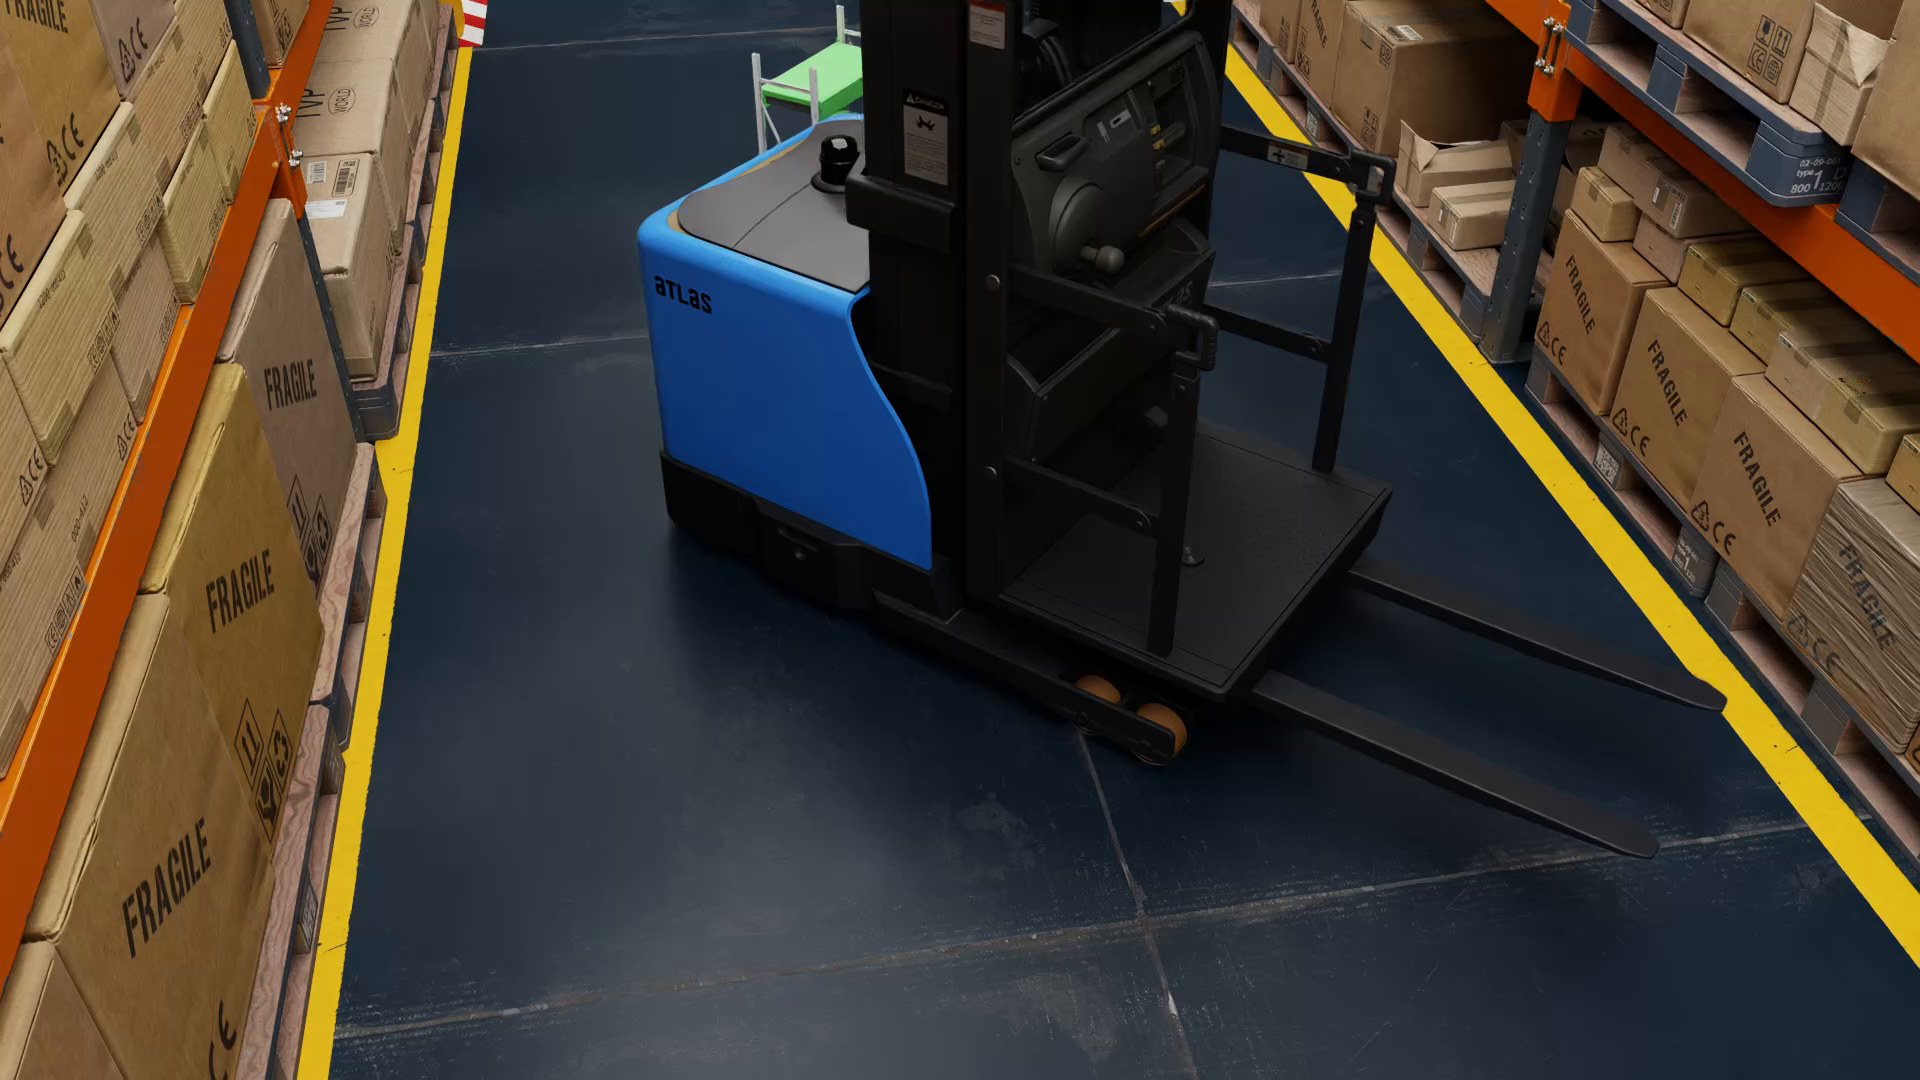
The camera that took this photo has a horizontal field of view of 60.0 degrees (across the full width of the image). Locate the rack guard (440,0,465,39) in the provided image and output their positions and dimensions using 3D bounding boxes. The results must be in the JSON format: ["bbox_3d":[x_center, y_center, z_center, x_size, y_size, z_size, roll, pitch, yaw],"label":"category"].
[{"bbox_3d":[-3.171,-2.815,8.465,1.175,0.500,0.348,-6,38,-8],"label":"rack guard"}]

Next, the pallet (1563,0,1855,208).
[{"bbox_3d":[2.453,-1.337,4.683,1.003,0.211,1.213,-6,38,-8],"label":"pallet"}]

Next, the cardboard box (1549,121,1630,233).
[{"bbox_3d":[2.537,-1.436,6.503,0.500,0.311,0.500,-5,38,-6],"label":"cardboard box"}]

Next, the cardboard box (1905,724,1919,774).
[{"bbox_3d":[2.664,0.478,3.884,0.500,0.500,0.500,-5,38,-6],"label":"cardboard box"}]

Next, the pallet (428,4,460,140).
[{"bbox_3d":[-2.950,-2.211,7.925,1.003,0.211,1.213,-6,38,-8],"label":"pallet"}]

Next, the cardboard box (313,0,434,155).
[{"bbox_3d":[-2.784,-2.001,7.127,0.875,0.438,0.875,-5,38,-7],"label":"cardboard box"}]

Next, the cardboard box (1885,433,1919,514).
[{"bbox_3d":[2.588,-0.155,4.171,0.380,0.149,0.250,-6,38,-8],"label":"cardboard box"}]

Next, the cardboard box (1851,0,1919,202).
[{"bbox_3d":[2.513,-1.010,3.681,0.700,0.500,0.500,-6,38,-8],"label":"cardboard box"}]

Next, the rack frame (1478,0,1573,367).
[{"bbox_3d":[2.420,-1.907,5.260,1.000,3.000,0.127,-6,38,-8],"label":"rack frame"}]

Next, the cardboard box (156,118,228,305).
[{"bbox_3d":[-2.051,-0.760,3.906,0.500,0.250,0.500,-7,38,-9],"label":"cardboard box"}]

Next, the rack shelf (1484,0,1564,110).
[{"bbox_3d":[2.070,-2.831,7.036,1.077,0.370,4.000,-6,38,-8],"label":"rack shelf"}]

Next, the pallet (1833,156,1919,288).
[{"bbox_3d":[2.776,-0.590,3.720,1.003,0.211,1.213,-6,38,-8],"label":"pallet"}]

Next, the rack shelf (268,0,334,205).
[{"bbox_3d":[-2.816,-2.295,6.346,1.077,0.370,4.000,-6,38,-8],"label":"rack shelf"}]

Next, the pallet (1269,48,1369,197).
[{"bbox_3d":[2.084,-1.959,7.600,1.003,0.211,1.213,-6,38,-8],"label":"pallet"}]

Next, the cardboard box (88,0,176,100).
[{"bbox_3d":[-2.042,-1.251,3.519,0.500,0.500,0.500,-6,38,-7],"label":"cardboard box"}]

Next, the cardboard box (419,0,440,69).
[{"bbox_3d":[-2.953,-2.553,7.838,0.875,0.438,0.875,-7,38,-9],"label":"cardboard box"}]

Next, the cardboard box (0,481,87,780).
[{"bbox_3d":[-1.796,0.156,2.727,0.500,0.250,0.500,-5,38,-6],"label":"cardboard box"}]

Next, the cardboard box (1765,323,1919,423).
[{"bbox_3d":[2.471,-0.465,4.570,0.380,0.149,0.250,-6,38,-8],"label":"cardboard box"}]

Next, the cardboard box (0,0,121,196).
[{"bbox_3d":[-1.973,-0.943,3.122,0.500,0.500,0.500,-5,38,-7],"label":"cardboard box"}]

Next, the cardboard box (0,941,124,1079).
[{"bbox_3d":[-1.804,1.292,2.532,0.875,0.875,0.875,-7,38,-8],"label":"cardboard box"}]

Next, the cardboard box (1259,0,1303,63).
[{"bbox_3d":[1.845,-2.602,7.849,0.700,0.500,0.500,-5,38,-6],"label":"cardboard box"}]

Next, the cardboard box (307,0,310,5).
[{"bbox_3d":[-2.374,-2.027,5.332,0.500,0.500,0.500,-6,38,-8],"label":"cardboard box"}]

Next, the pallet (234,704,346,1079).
[{"bbox_3d":[-2.039,0.926,3.886,1.003,0.211,1.213,-6,38,-8],"label":"pallet"}]

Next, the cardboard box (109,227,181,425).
[{"bbox_3d":[-1.981,-0.454,3.511,0.500,0.250,0.500,-7,38,-9],"label":"cardboard box"}]

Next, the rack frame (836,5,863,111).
[{"bbox_3d":[-0.310,-1.294,5.937,0.240,1.200,0.015,19,42,23],"label":"rack frame"}]

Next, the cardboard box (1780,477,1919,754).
[{"bbox_3d":[2.555,0.167,4.286,0.500,0.500,0.500,-8,38,-10],"label":"cardboard box"}]

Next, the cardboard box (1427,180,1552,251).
[{"bbox_3d":[2.034,-1.252,6.398,0.380,0.149,0.250,-7,38,-9],"label":"cardboard box"}]

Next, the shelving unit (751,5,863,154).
[{"bbox_3d":[-0.432,-1.164,5.770,0.258,1.200,0.503,19,42,23],"label":"shelving unit"}]

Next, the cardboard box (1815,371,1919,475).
[{"bbox_3d":[2.512,-0.315,4.377,0.380,0.149,0.250,-5,38,-6],"label":"cardboard box"}]

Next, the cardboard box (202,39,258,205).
[{"bbox_3d":[-2.139,-1.068,4.302,0.500,0.250,0.500,-7,38,-9],"label":"cardboard box"}]

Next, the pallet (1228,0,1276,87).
[{"bbox_3d":[1.873,-2.695,8.547,1.003,0.211,1.213,-6,38,-8],"label":"pallet"}]

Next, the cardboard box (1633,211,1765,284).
[{"bbox_3d":[2.346,-0.938,5.179,0.380,0.149,0.250,-7,38,-9],"label":"cardboard box"}]

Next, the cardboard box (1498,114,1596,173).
[{"bbox_3d":[2.461,-1.634,6.889,0.380,0.149,0.250,-7,38,-9],"label":"cardboard box"}]

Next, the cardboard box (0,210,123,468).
[{"bbox_3d":[-1.851,-0.348,2.968,0.500,0.250,0.500,-6,38,-7],"label":"cardboard box"}]

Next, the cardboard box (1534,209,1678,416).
[{"bbox_3d":[2.284,-0.770,5.491,0.500,0.500,0.500,-5,38,-6],"label":"cardboard box"}]

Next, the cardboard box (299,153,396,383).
[{"bbox_3d":[-2.470,-0.916,5.730,0.875,0.438,0.875,-7,38,-9],"label":"cardboard box"}]

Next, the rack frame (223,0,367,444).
[{"bbox_3d":[-2.466,-1.371,4.570,1.000,3.000,0.127,-6,38,-8],"label":"rack frame"}]

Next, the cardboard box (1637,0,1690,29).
[{"bbox_3d":[2.285,-1.796,4.694,0.700,0.500,0.500,-5,38,-7],"label":"cardboard box"}]

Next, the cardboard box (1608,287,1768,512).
[{"bbox_3d":[2.387,-0.449,5.078,0.500,0.500,0.500,-7,38,-9],"label":"cardboard box"}]

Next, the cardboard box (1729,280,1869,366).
[{"bbox_3d":[2.464,-0.620,4.770,0.380,0.149,0.250,-7,38,-9],"label":"cardboard box"}]

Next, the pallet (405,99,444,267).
[{"bbox_3d":[-2.739,-1.476,6.978,1.003,0.211,1.213,-6,38,-8],"label":"pallet"}]

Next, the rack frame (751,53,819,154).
[{"bbox_3d":[-0.554,-1.034,5.603,0.240,1.200,0.015,19,42,23],"label":"rack frame"}]

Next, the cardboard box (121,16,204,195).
[{"bbox_3d":[-2.054,-0.968,3.766,0.500,0.250,0.500,-5,38,-7],"label":"cardboard box"}]

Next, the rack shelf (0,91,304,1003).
[{"bbox_3d":[-2.115,0.121,3.236,1.077,0.370,4.000,-6,38,-8],"label":"rack shelf"}]

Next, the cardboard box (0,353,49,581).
[{"bbox_3d":[-1.775,-0.041,2.572,0.500,0.250,0.500,-6,38,-8],"label":"cardboard box"}]

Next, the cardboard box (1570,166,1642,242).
[{"bbox_3d":[2.221,-1.097,5.383,0.380,0.149,0.250,-5,38,-6],"label":"cardboard box"}]

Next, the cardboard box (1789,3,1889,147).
[{"bbox_3d":[2.286,-1.140,4.039,0.396,0.266,0.258,-4,38,-6],"label":"cardboard box"}]

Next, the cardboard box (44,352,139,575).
[{"bbox_3d":[-1.886,-0.142,3.110,0.500,0.250,0.500,-6,38,-8],"label":"cardboard box"}]

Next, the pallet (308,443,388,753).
[{"bbox_3d":[-2.256,0.188,4.836,1.003,0.211,1.213,-6,38,-8],"label":"pallet"}]

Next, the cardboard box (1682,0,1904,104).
[{"bbox_3d":[2.376,-1.484,4.291,0.700,0.500,0.500,-6,38,-7],"label":"cardboard box"}]

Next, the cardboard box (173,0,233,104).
[{"bbox_3d":[-2.149,-1.269,4.154,0.500,0.250,0.500,-6,38,-8],"label":"cardboard box"}]

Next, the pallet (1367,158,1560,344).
[{"bbox_3d":[2.301,-1.221,6.650,1.003,0.211,1.213,-6,38,-8],"label":"pallet"}]

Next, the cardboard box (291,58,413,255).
[{"bbox_3d":[-2.628,-1.457,6.426,0.875,0.438,0.875,-7,38,-9],"label":"cardboard box"}]

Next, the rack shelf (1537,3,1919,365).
[{"bbox_3d":[2.771,-0.415,3.926,1.077,0.370,4.000,-6,38,-8],"label":"rack shelf"}]

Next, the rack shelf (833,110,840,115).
[{"bbox_3d":[-0.432,-1.303,5.662,0.258,0.148,0.480,19,42,23],"label":"rack shelf"}]

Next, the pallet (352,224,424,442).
[{"bbox_3d":[-2.522,-0.738,6.028,1.003,0.211,1.213,-6,38,-8],"label":"pallet"}]

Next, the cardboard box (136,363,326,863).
[{"bbox_3d":[-2.112,0.213,3.921,0.875,0.875,0.875,-5,38,-7],"label":"cardboard box"}]

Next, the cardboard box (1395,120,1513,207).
[{"bbox_3d":[1.971,-1.514,6.640,0.396,0.266,0.258,-5,38,-6],"label":"cardboard box"}]

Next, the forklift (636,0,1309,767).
[{"bbox_3d":[0.576,-0.926,4.053,3.031,2.935,1.130,23,43,27],"label":"forklift"}]

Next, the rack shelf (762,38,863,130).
[{"bbox_3d":[-0.432,-1.493,5.515,0.258,0.148,0.480,19,42,23],"label":"rack shelf"}]
